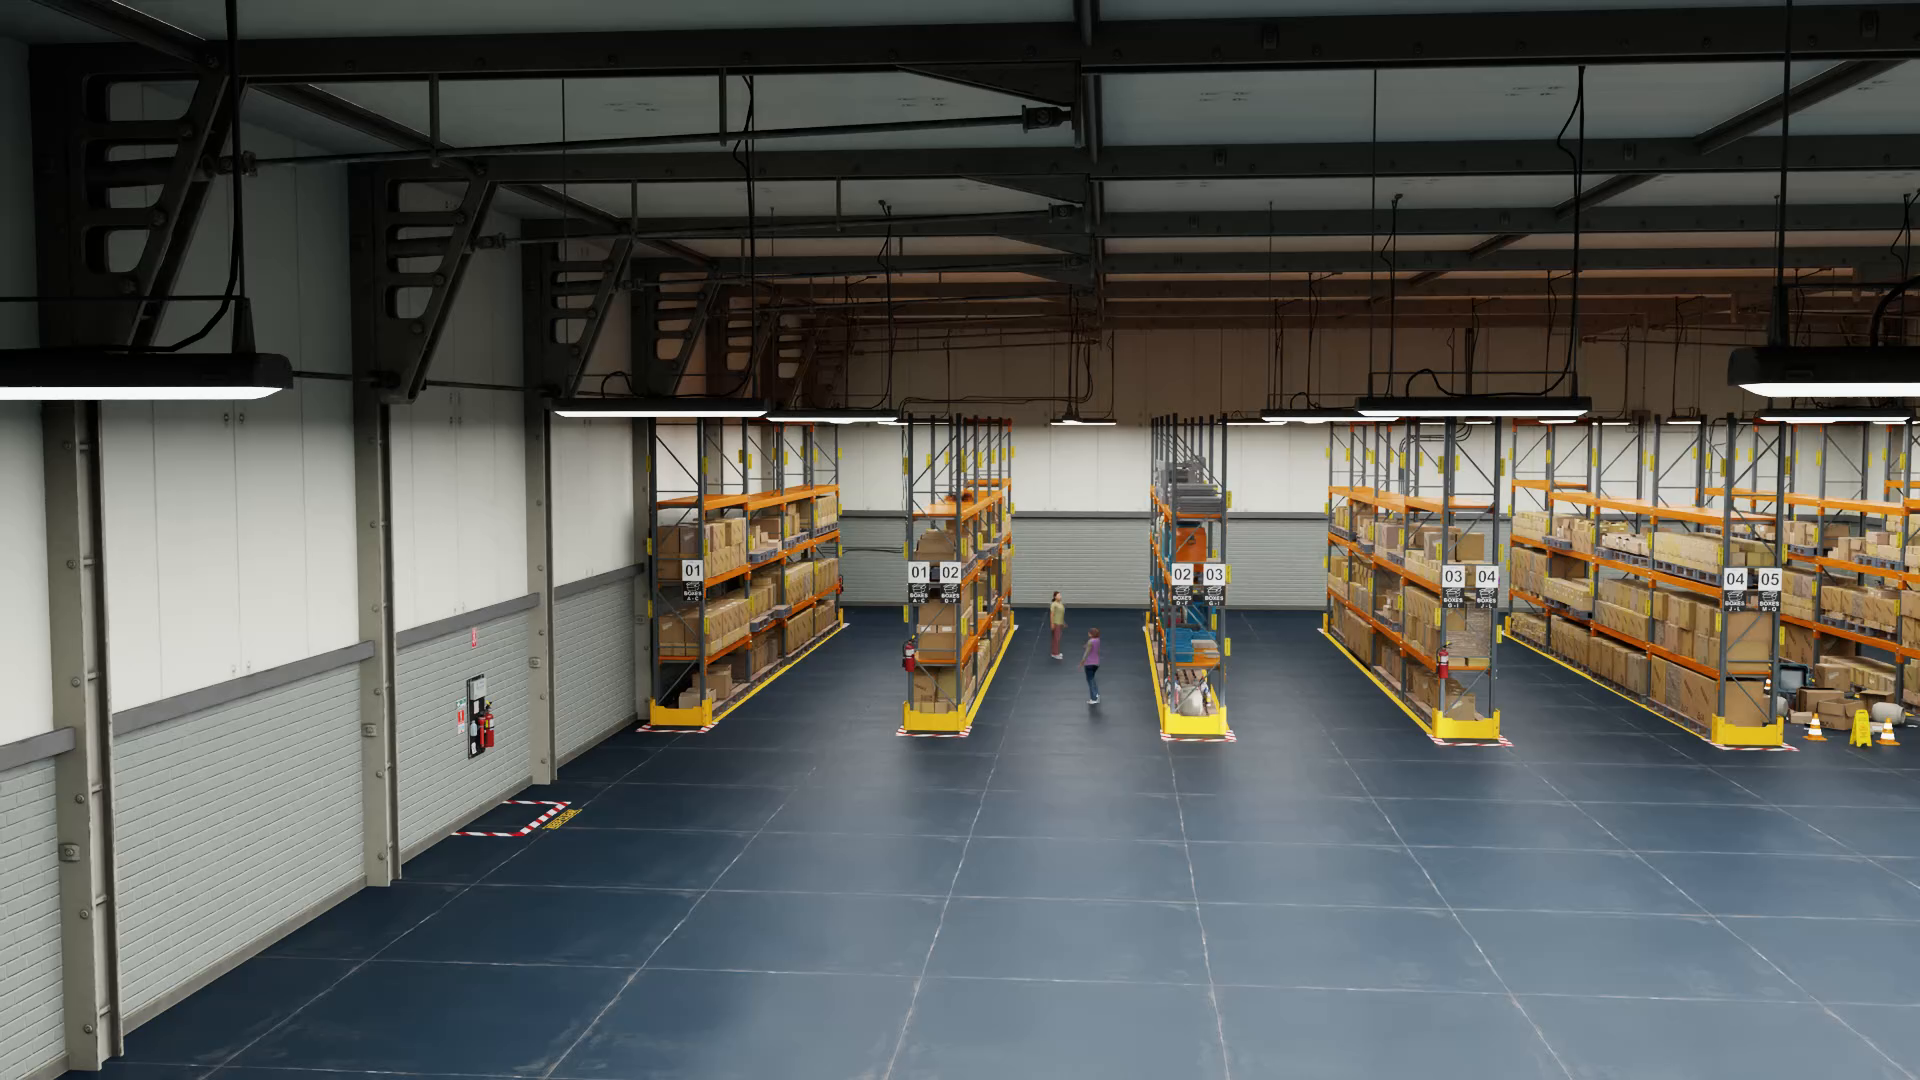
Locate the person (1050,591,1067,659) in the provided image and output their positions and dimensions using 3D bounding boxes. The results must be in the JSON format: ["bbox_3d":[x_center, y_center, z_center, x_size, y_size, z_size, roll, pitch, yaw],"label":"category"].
[{"bbox_3d":[2.434,2.114,41.449,0.398,1.699,0.508,2,4,28],"label":"person"}]

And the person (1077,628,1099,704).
[{"bbox_3d":[2.694,2.613,34.443,0.470,1.608,0.437,-3,5,-38],"label":"person"}]
